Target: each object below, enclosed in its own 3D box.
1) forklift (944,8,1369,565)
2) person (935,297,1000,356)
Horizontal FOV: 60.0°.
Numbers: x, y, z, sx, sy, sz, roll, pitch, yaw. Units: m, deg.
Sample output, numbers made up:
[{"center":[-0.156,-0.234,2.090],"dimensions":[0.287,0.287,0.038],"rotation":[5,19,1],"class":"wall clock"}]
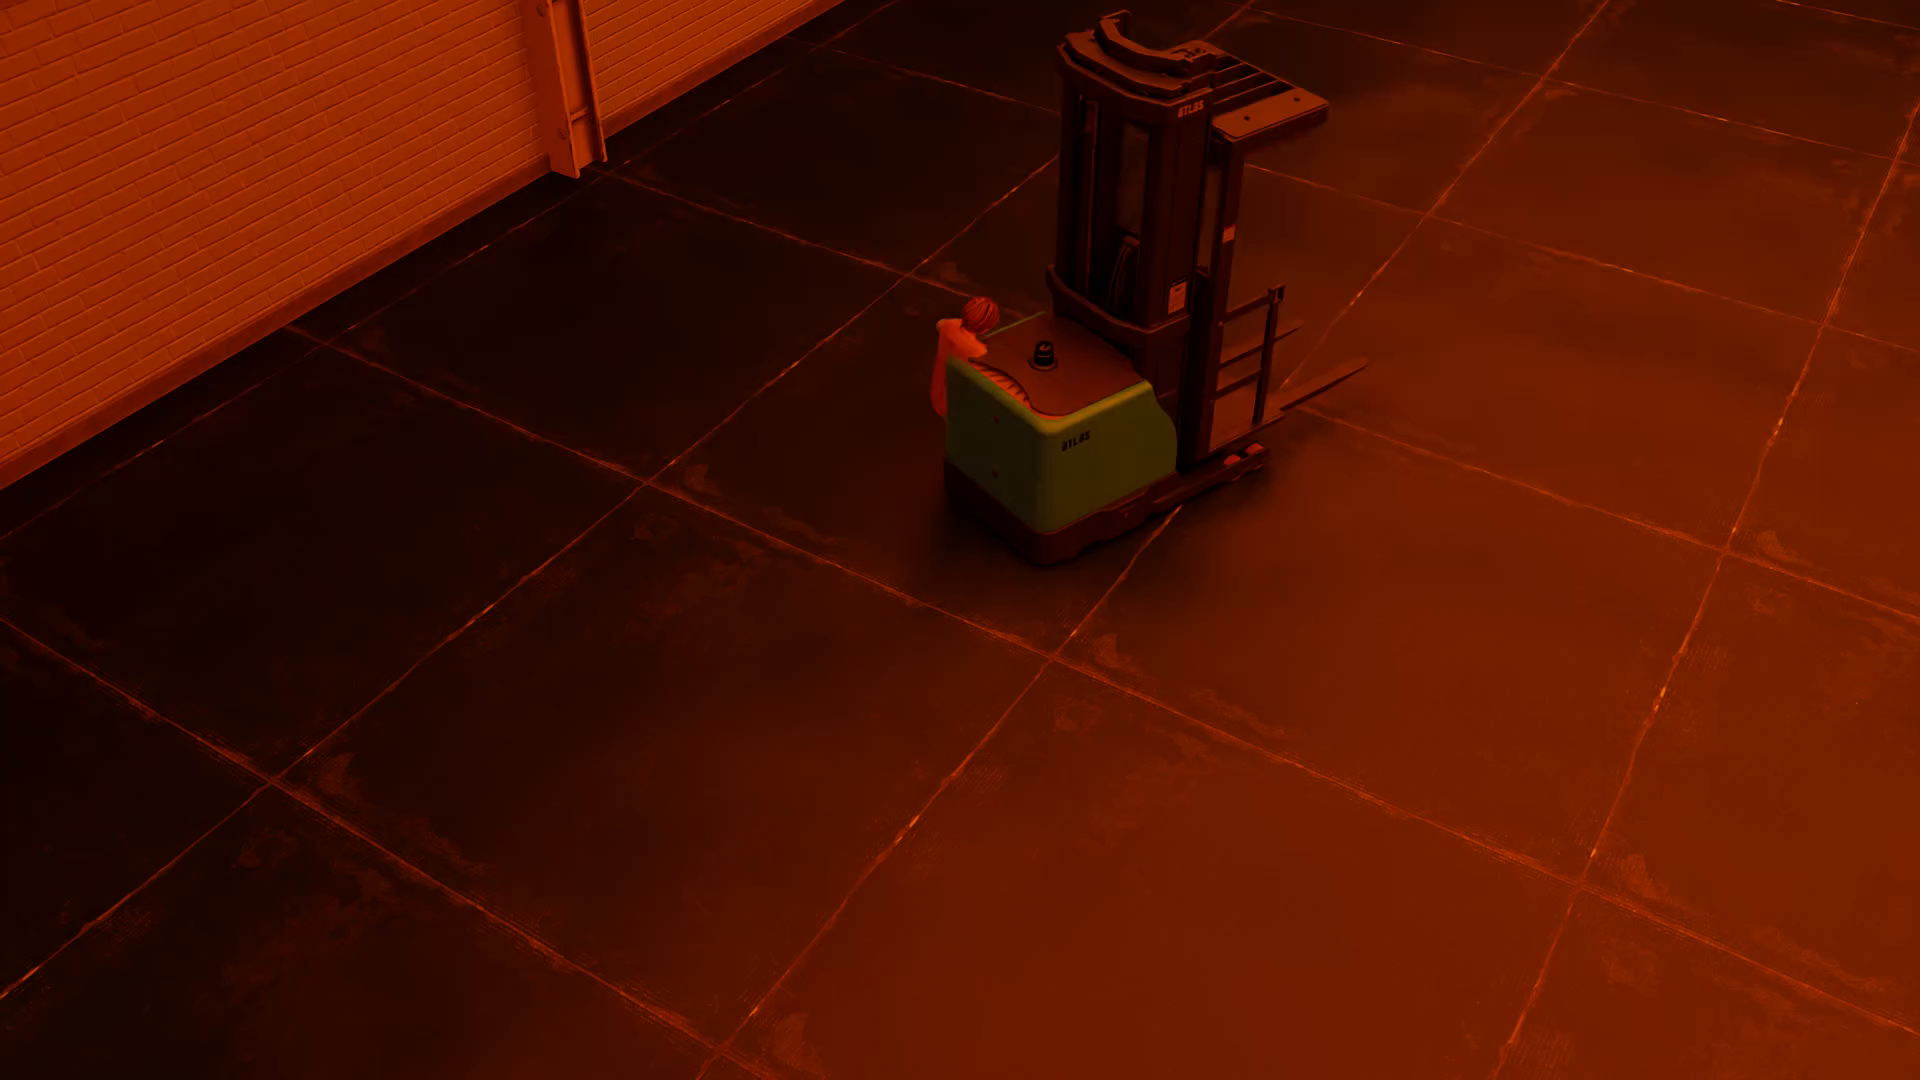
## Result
[{"center":[1.381,-1.747,10.029],"dimensions":[3.031,2.935,1.130],"rotation":[-26,47,-27],"class":"forklift"},{"center":[0.134,-1.198,10.160],"dimensions":[0.658,0.802,0.706],"rotation":[-23,45,-25],"class":"person"}]
